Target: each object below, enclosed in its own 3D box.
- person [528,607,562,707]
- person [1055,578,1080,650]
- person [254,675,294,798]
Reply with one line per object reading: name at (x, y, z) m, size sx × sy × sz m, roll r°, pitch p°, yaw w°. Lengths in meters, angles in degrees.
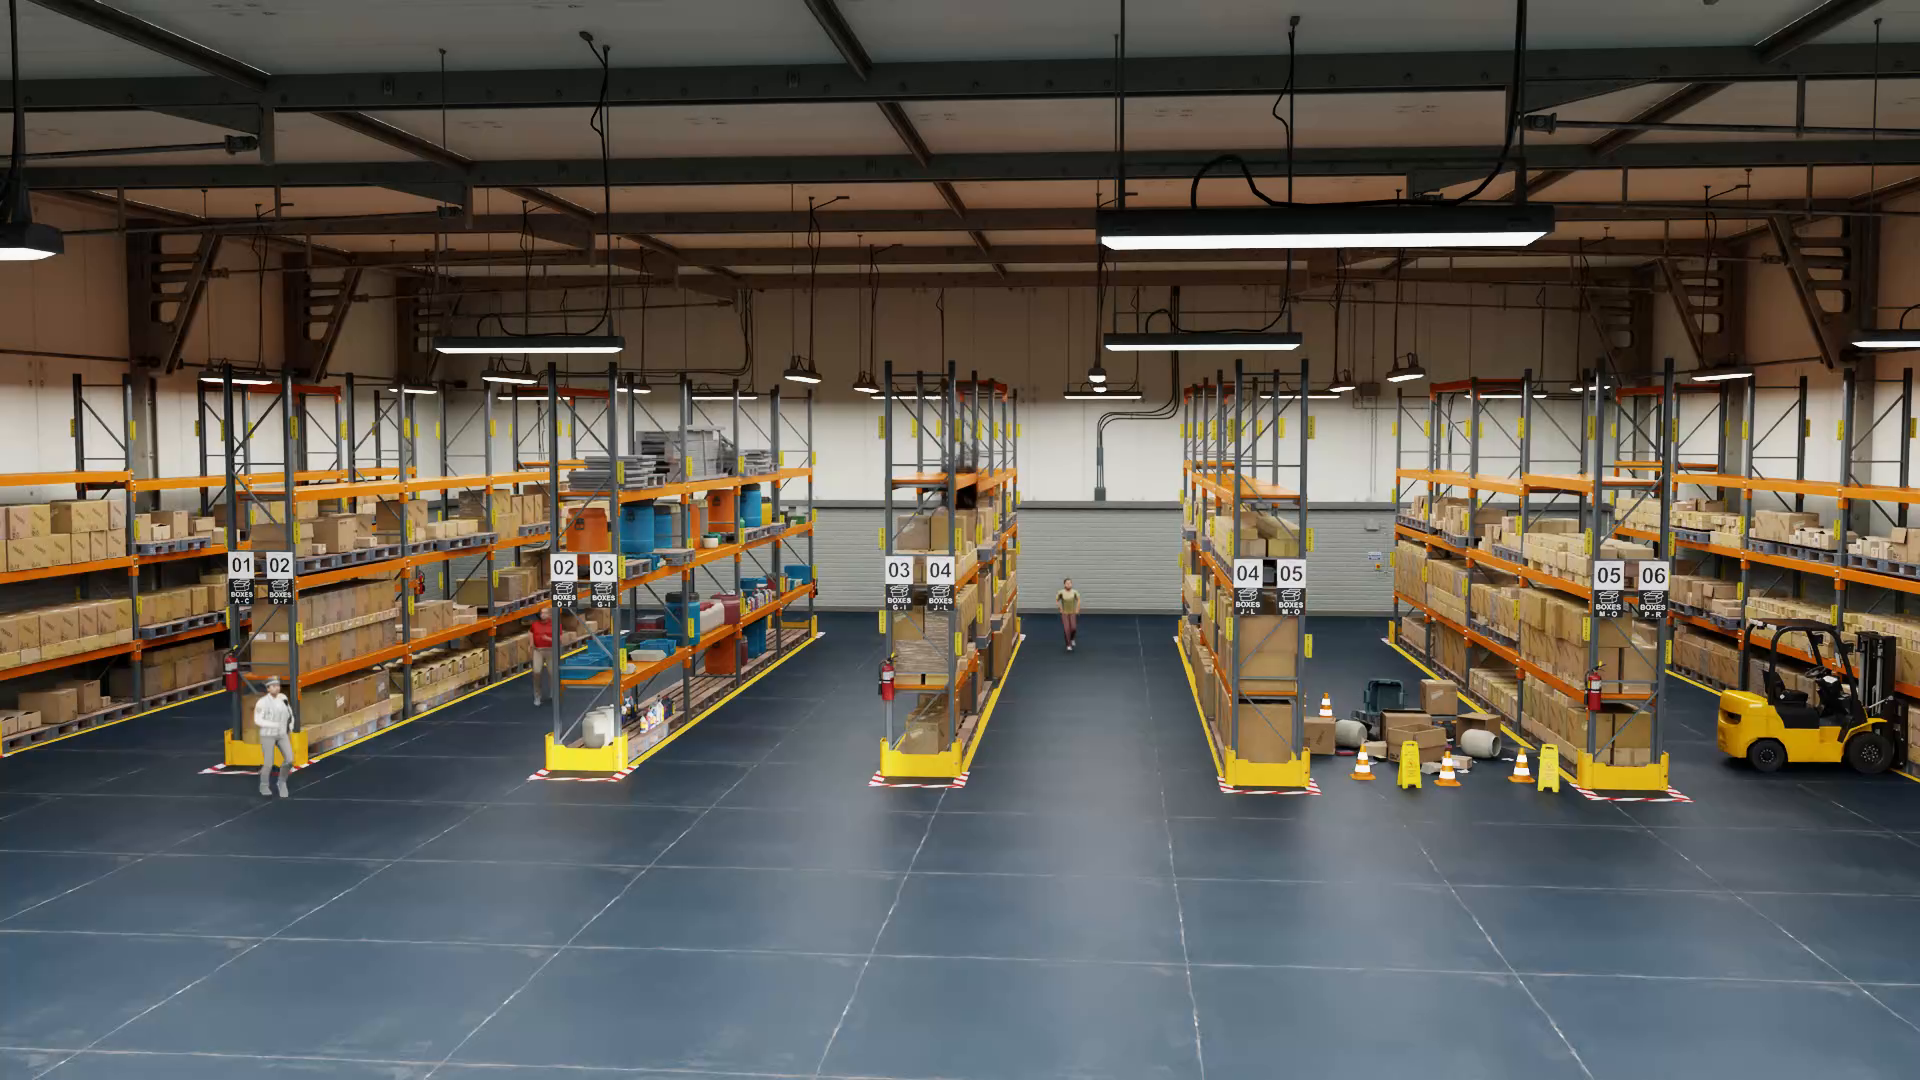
person at (-7.628, 2.126, 30.574) m, size 0.637 × 1.782 × 0.829 m, roll 0°, pitch 4°, yaw -4°
person at (2.459, 1.691, 37.989) m, size 0.598 × 1.634 × 0.540 m, roll 0°, pitch 4°, yaw 1°
person at (-9.292, 2.687, 22.619) m, size 0.682 × 1.724 × 0.636 m, roll 3°, pitch 5°, yaw 40°
